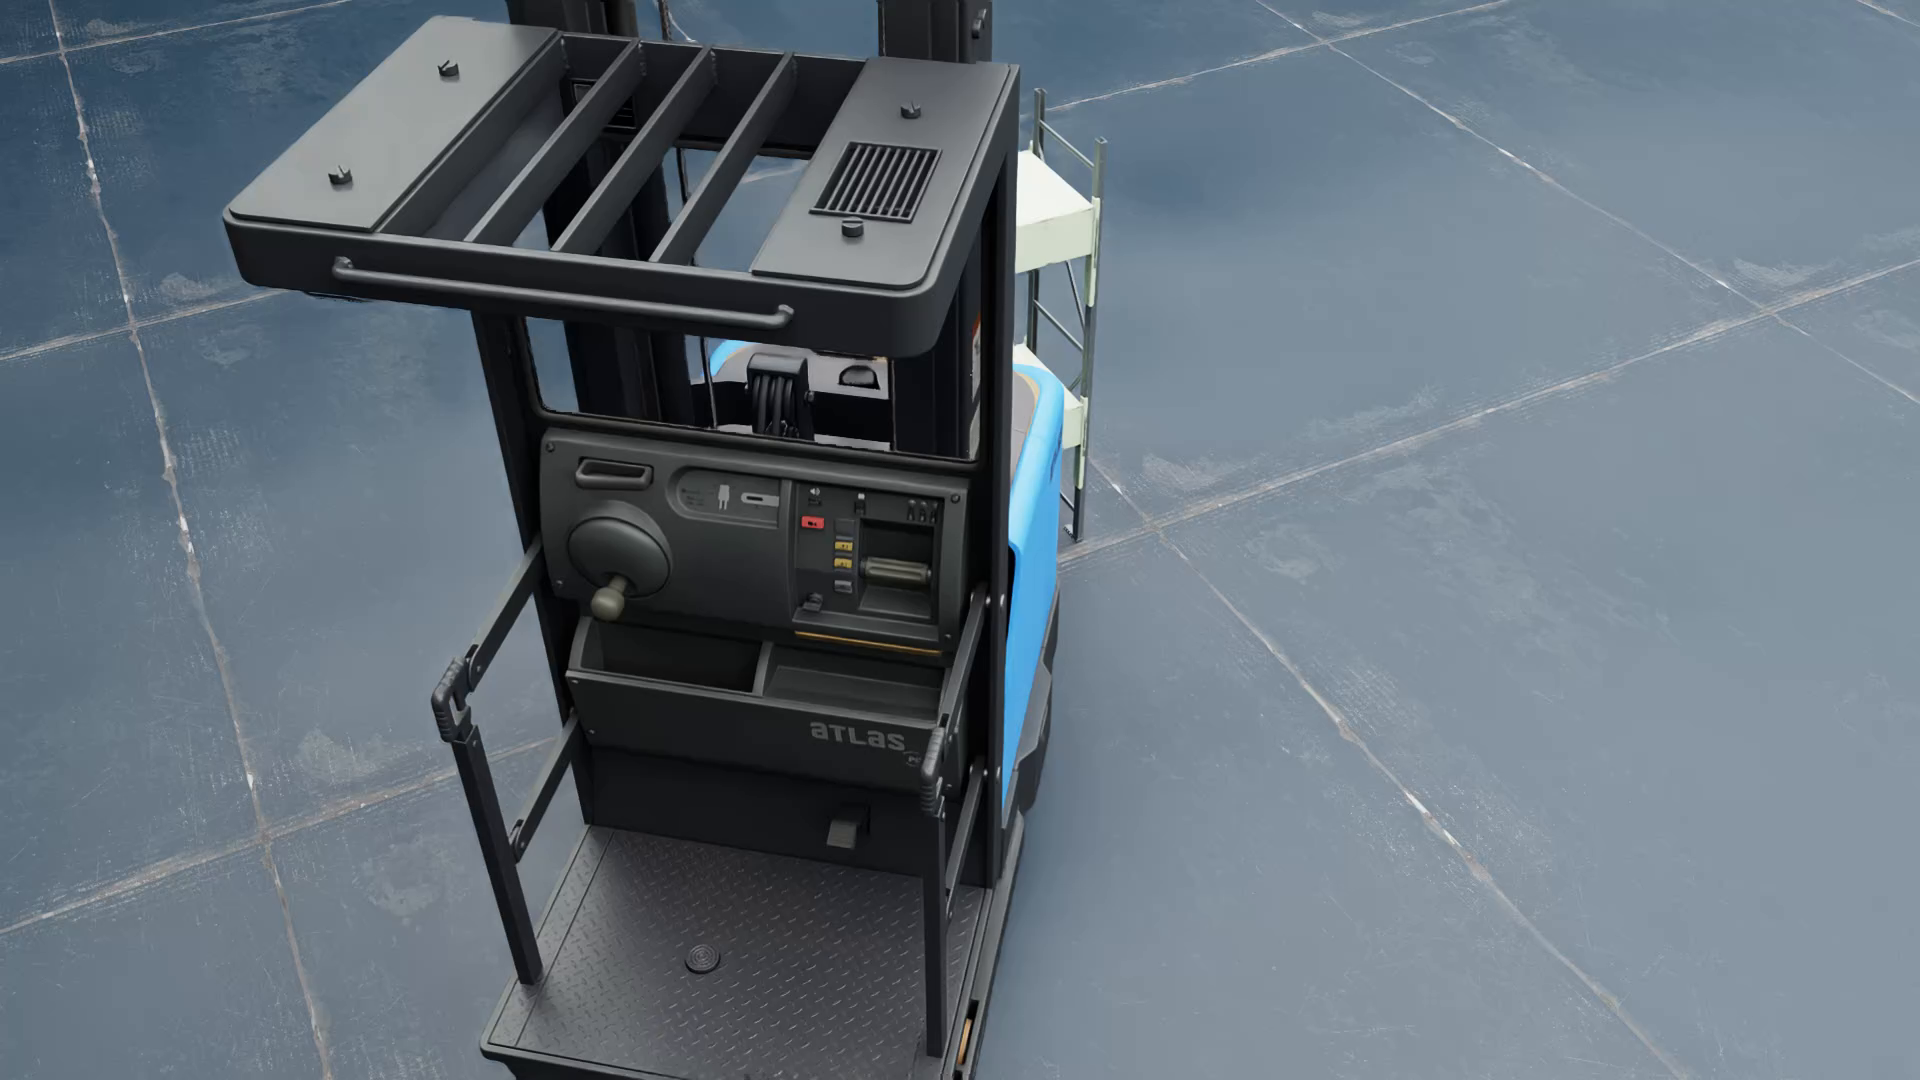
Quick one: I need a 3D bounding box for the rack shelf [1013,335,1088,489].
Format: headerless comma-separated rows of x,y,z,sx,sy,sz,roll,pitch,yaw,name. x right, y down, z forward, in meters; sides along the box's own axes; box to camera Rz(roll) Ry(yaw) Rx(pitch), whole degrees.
-0.002,-0.330,5.483,0.720,0.370,0.431,-18,43,-20,rack shelf

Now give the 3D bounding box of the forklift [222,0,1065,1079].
-0.486,0.089,3.376,1.130,2.935,3.031,7,41,9,forklift

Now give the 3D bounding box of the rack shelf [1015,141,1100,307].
-0.002,-0.876,5.020,0.720,0.370,0.431,-18,43,-20,rack shelf

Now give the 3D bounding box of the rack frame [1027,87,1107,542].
0.325,-0.684,5.398,0.023,1.500,0.400,-18,43,-20,rack frame

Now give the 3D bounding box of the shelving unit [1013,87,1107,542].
-0.002,-0.578,5.272,0.755,1.500,0.431,-18,43,-20,shelving unit
